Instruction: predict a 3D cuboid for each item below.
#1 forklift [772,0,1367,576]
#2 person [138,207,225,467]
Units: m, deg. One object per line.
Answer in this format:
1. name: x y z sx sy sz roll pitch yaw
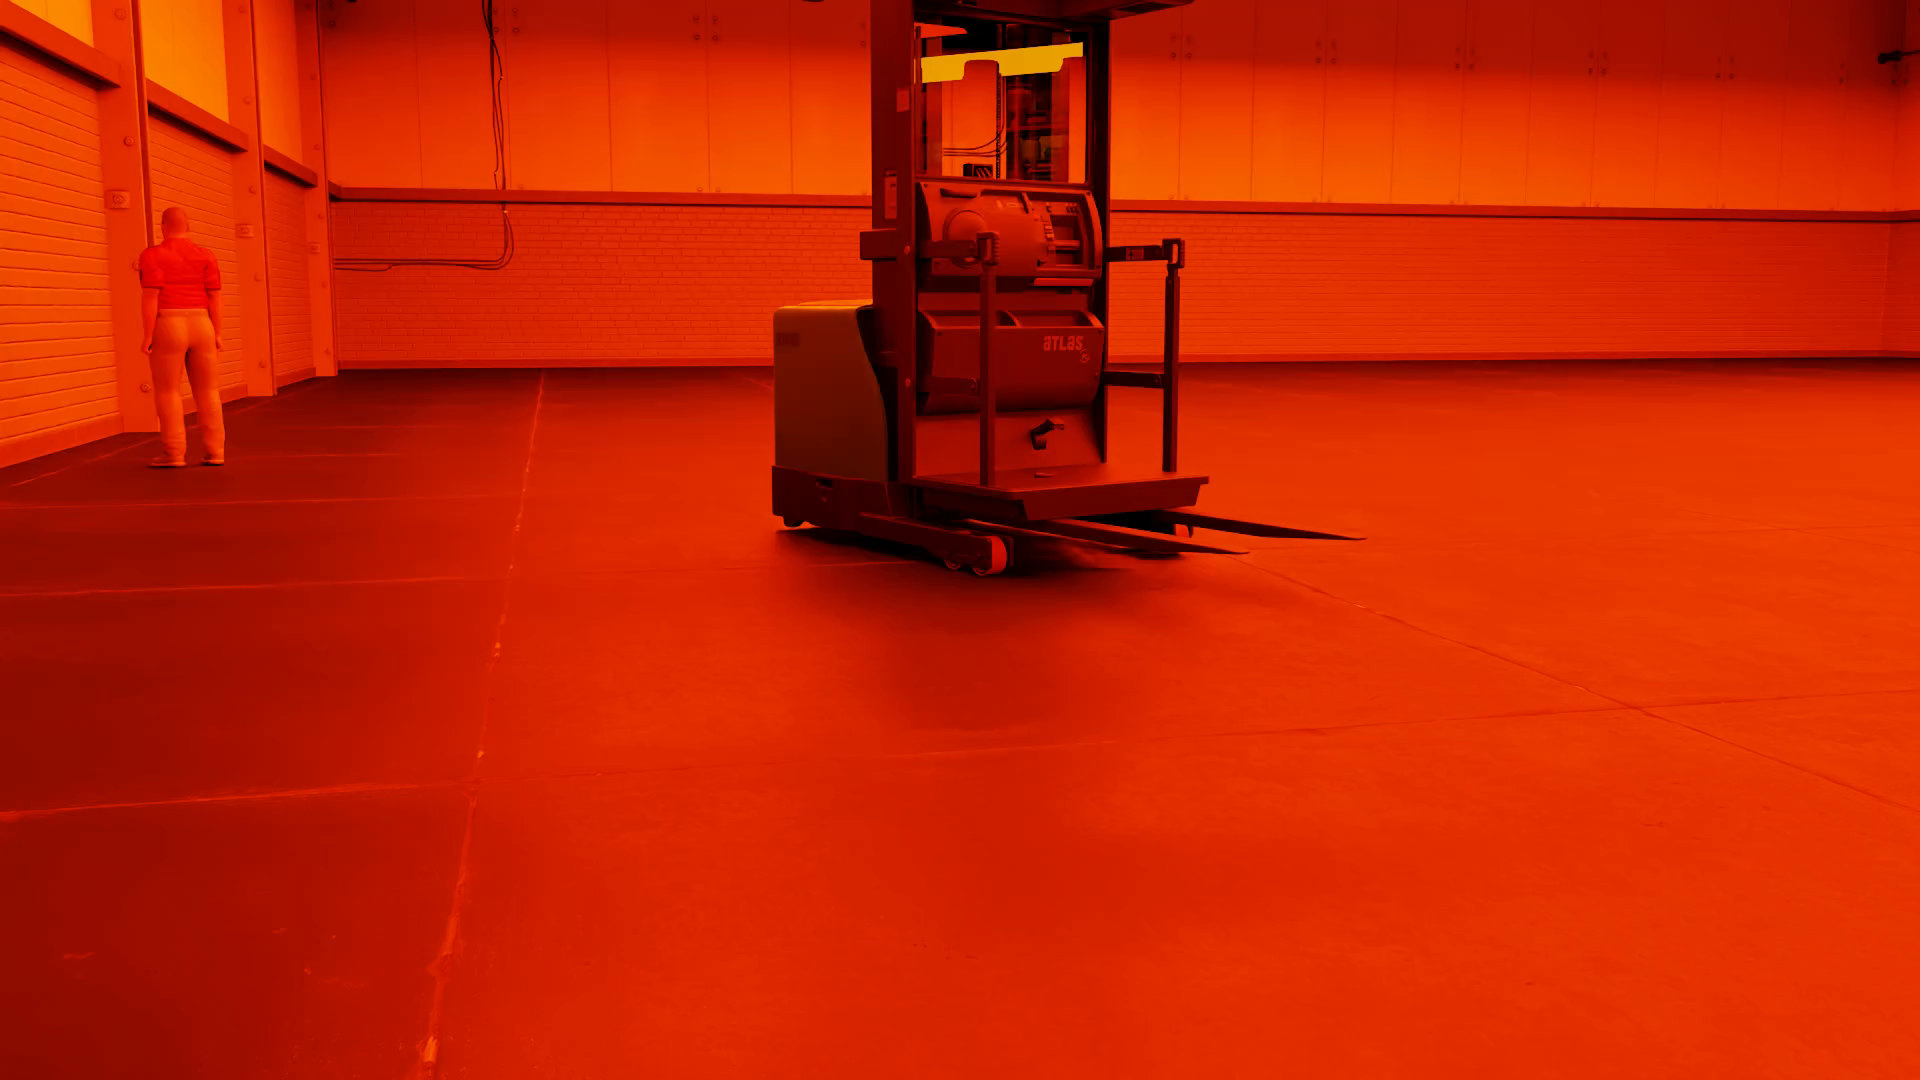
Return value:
1. forklift: 0.355 -1.383 7.015 1.130 2.935 3.031 -6 10 -35
2. person: -5.247 -1.361 11.200 0.526 1.729 0.362 -8 11 -44
